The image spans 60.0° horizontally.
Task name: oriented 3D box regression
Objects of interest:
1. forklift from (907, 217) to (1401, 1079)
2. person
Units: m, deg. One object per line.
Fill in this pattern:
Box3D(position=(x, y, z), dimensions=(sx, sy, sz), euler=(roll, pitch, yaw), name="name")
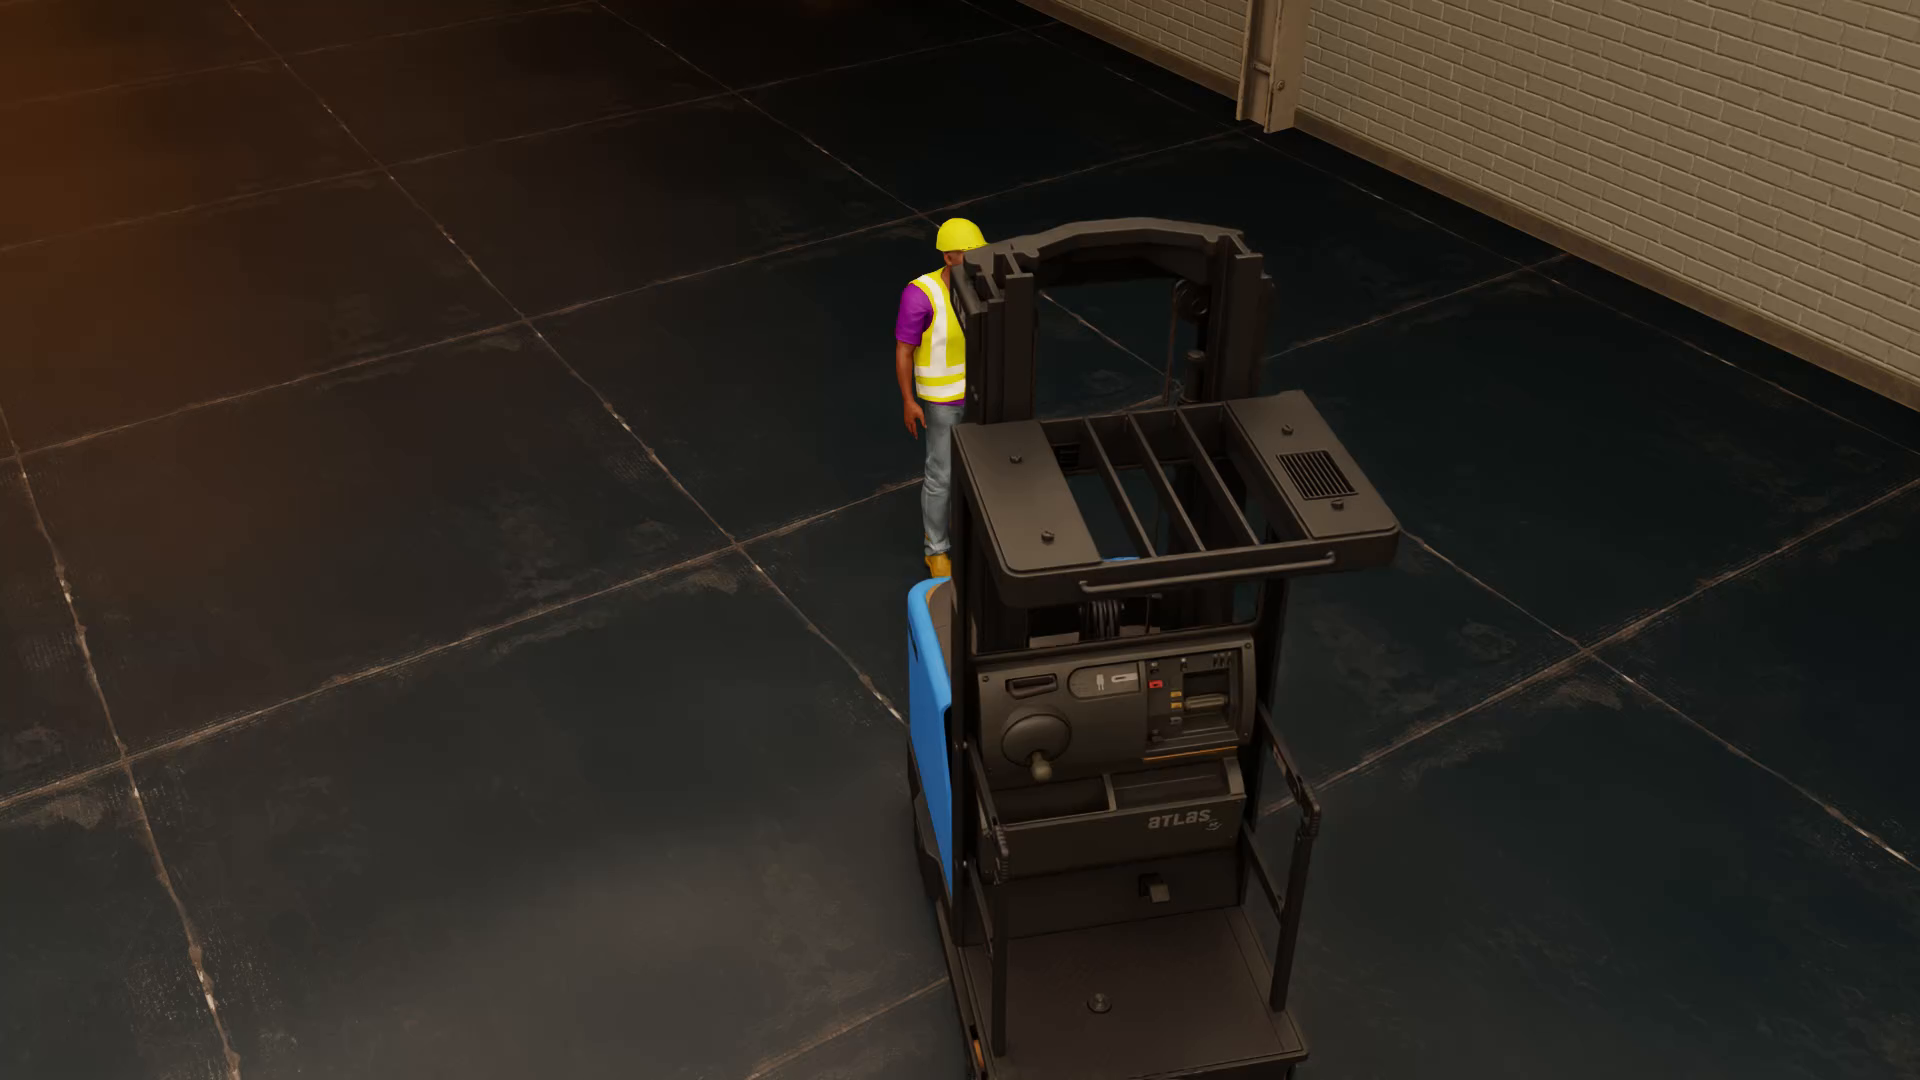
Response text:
Box3D(position=(0.562, 0.616, 5.271), dimensions=(1.130, 2.935, 3.031), euler=(-6, 36, -9), name="forklift")
Box3D(position=(0.033, -0.693, 8.134), dimensions=(0.665, 1.768, 0.575), euler=(-21, 40, -27), name="person")
